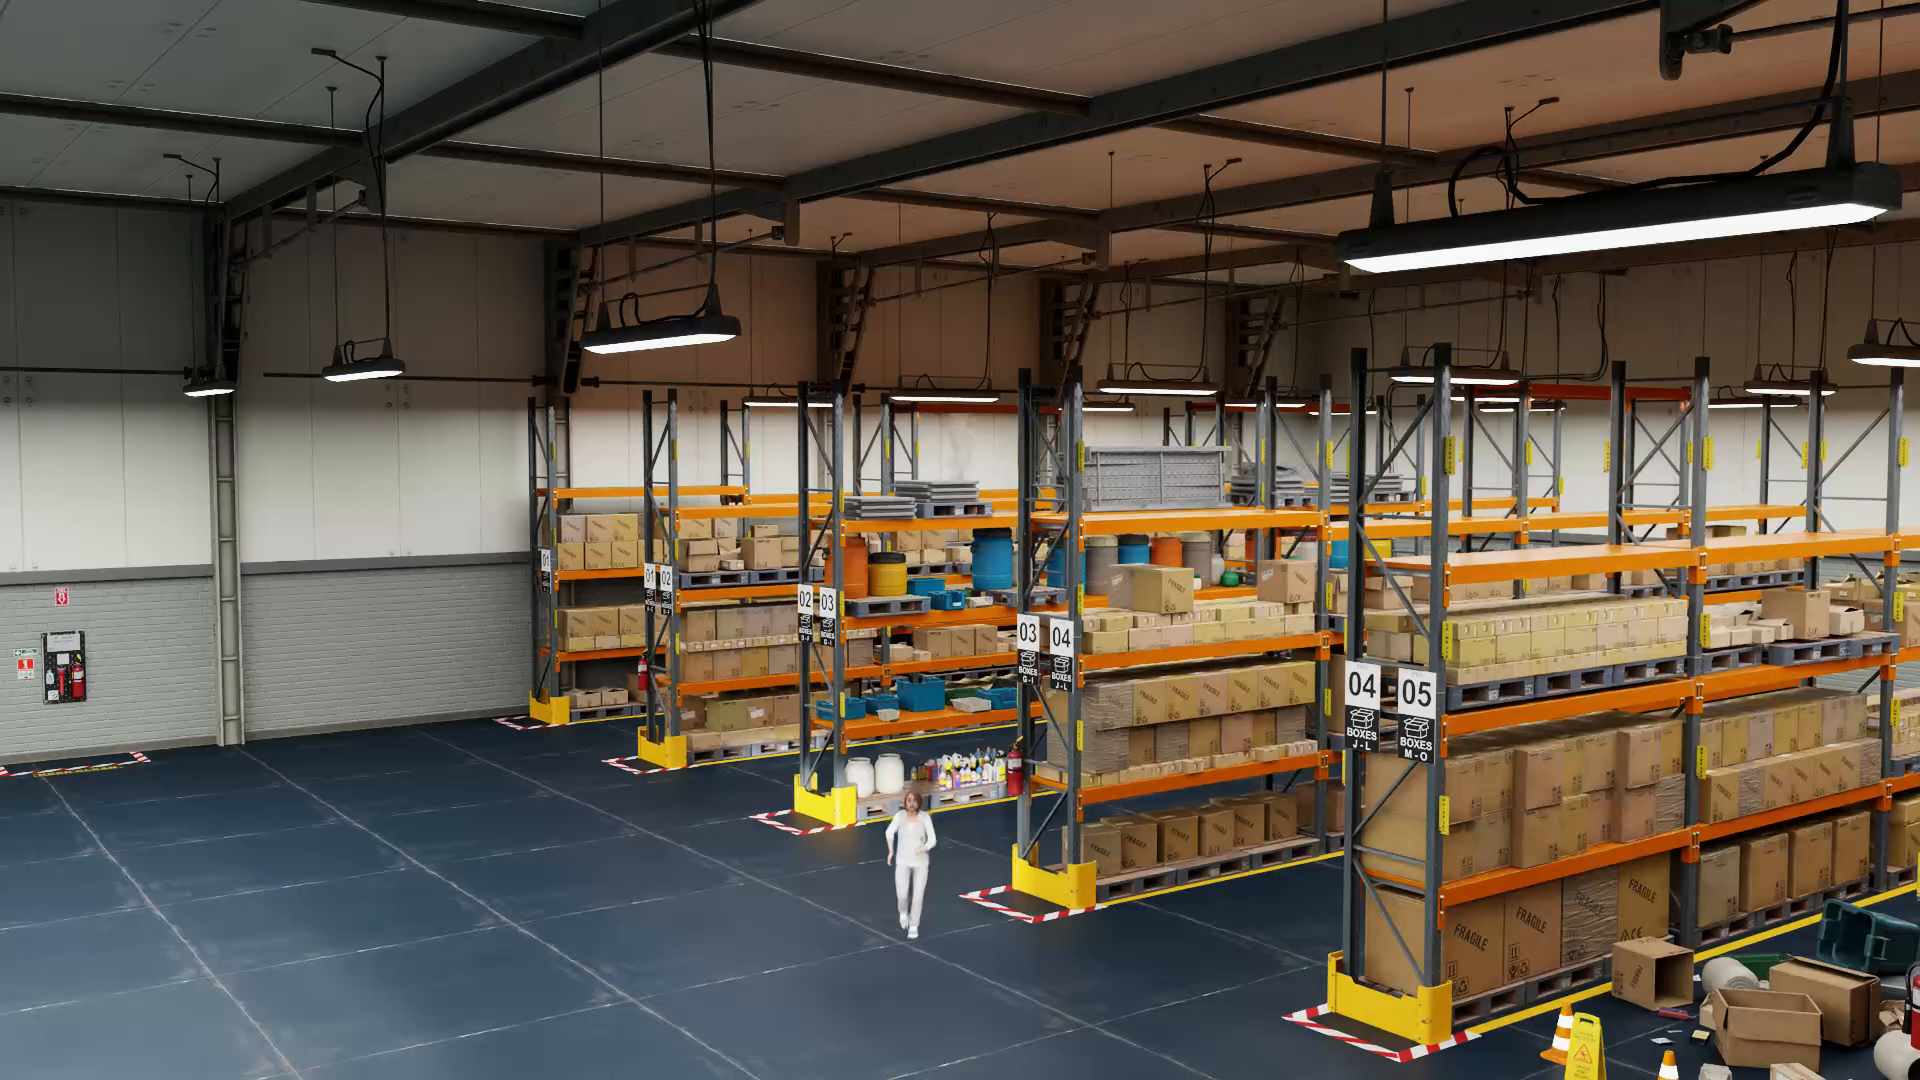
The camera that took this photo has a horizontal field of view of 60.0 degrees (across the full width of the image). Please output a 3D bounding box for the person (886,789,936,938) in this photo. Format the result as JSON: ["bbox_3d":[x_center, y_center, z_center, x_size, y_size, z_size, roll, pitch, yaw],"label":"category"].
[{"bbox_3d":[-0.511,3.358,17.208,0.531,1.548,0.539,0,3,0],"label":"person"}]
